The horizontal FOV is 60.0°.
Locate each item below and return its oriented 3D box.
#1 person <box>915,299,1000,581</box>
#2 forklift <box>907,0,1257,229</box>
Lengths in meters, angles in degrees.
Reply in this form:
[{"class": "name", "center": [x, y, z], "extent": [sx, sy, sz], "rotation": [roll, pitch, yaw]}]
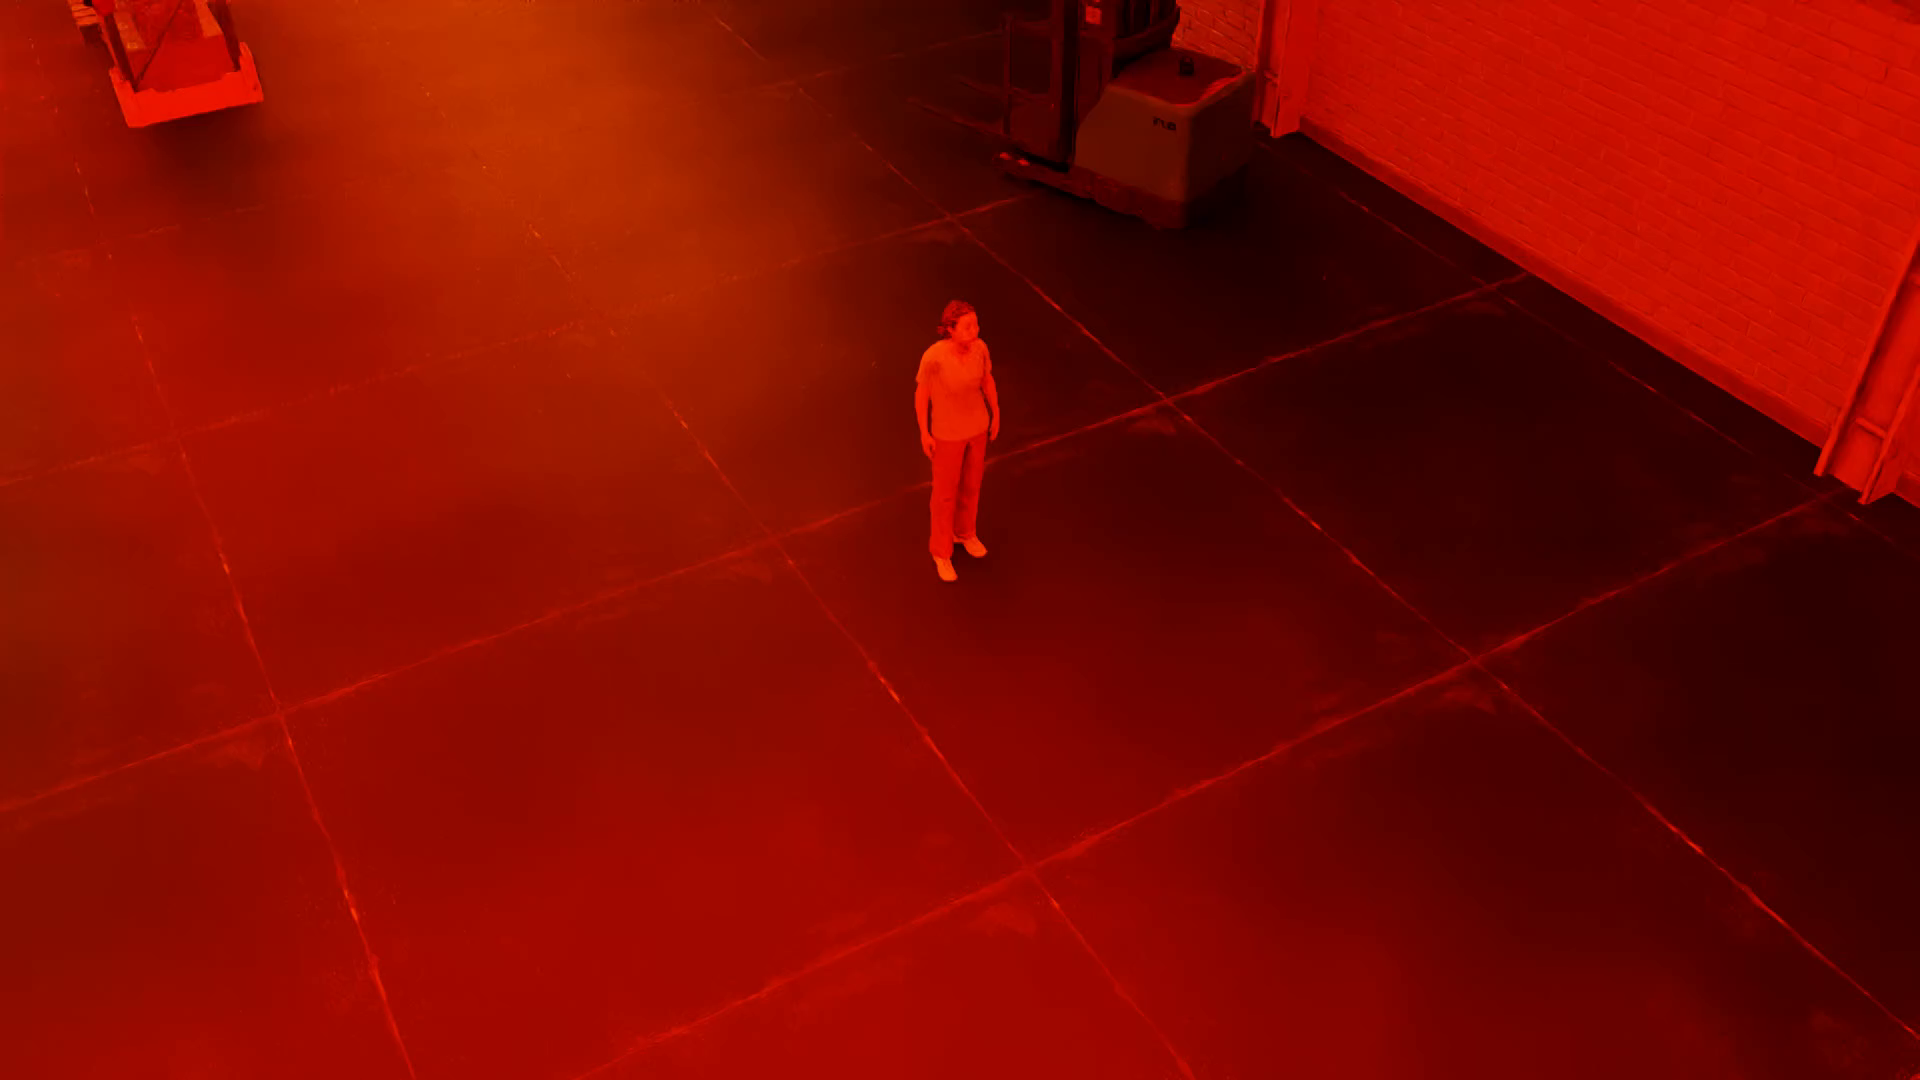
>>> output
[{"class": "person", "center": [0.028, -0.602, 9.743], "extent": [0.554, 1.663, 0.548], "rotation": [-20, 44, -23]}, {"class": "forklift", "center": [0.908, -4.384, 13.322], "extent": [3.031, 2.935, 1.130], "rotation": [28, 47, 30]}]
